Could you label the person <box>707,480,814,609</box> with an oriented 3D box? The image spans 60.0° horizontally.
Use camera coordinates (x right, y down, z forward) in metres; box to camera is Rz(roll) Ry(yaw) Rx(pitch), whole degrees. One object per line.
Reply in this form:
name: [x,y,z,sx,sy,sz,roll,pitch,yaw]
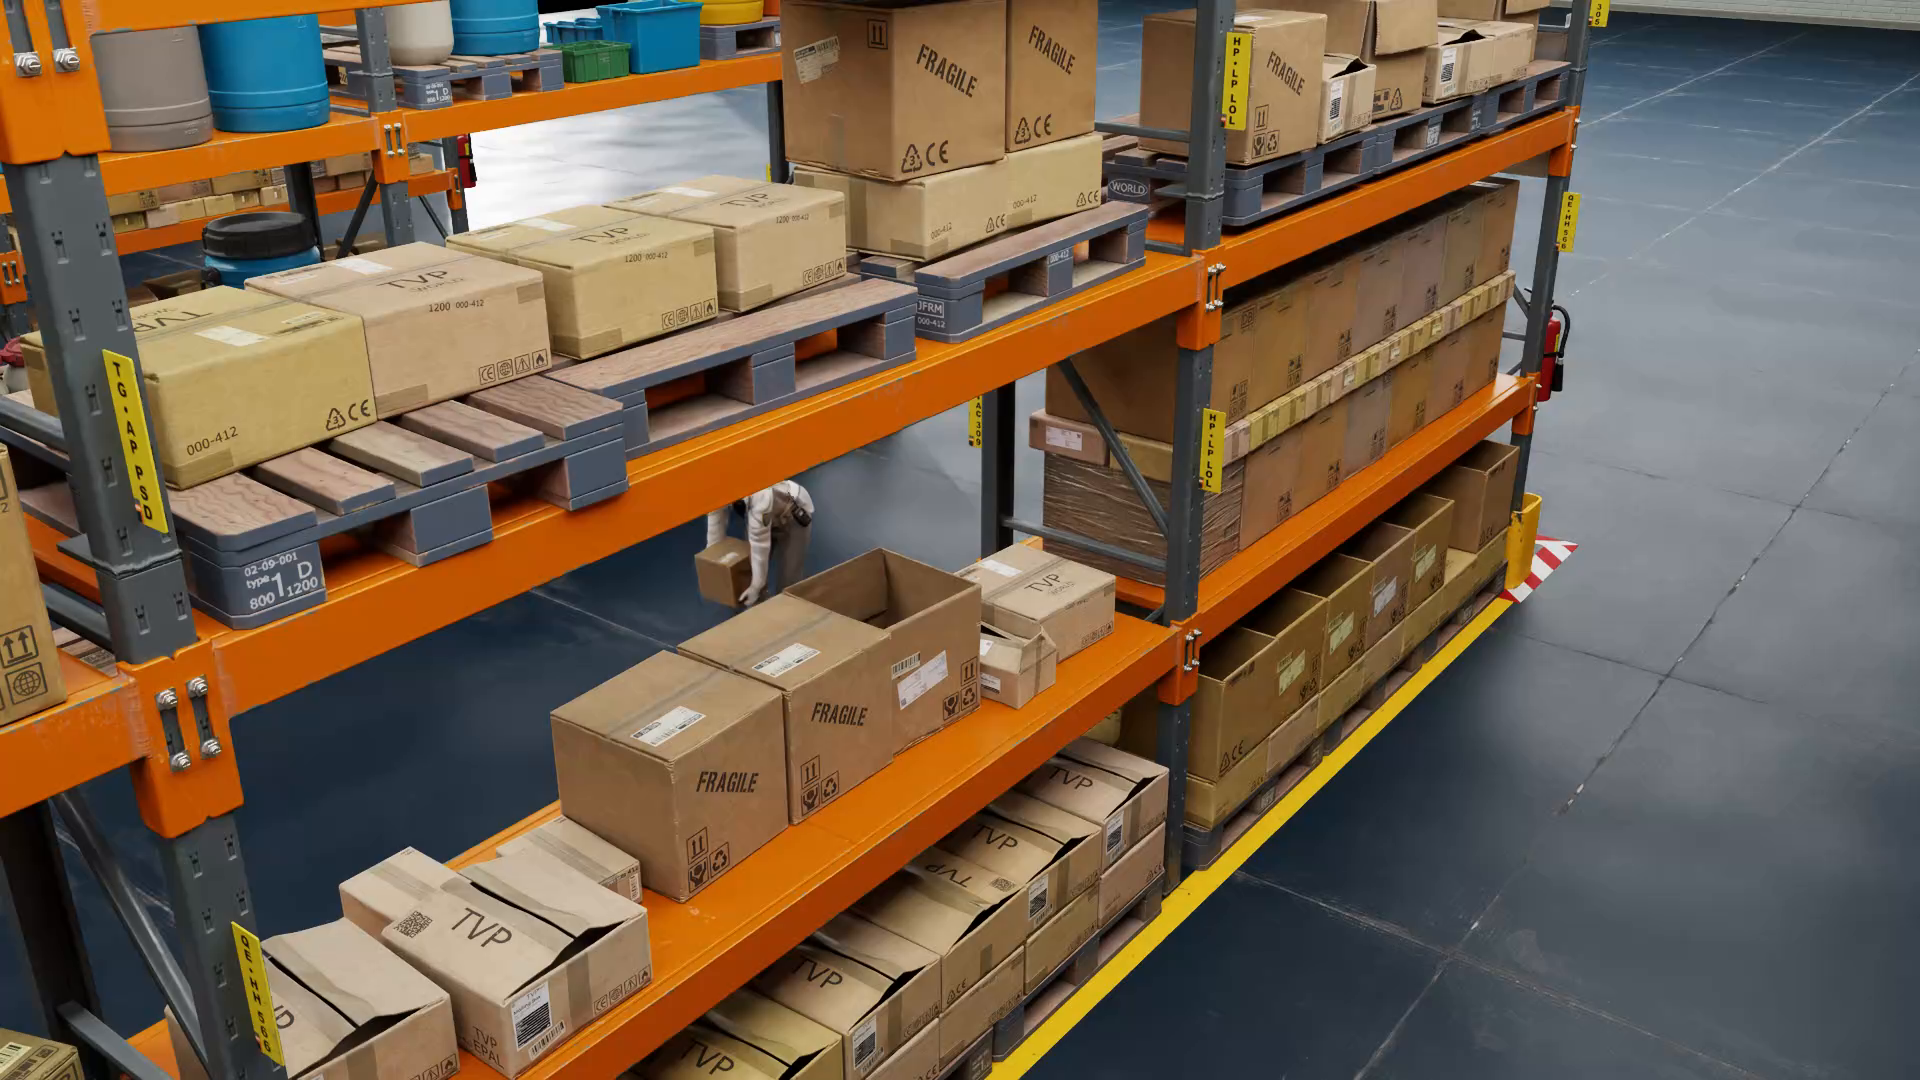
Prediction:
person: [-1.098,0.092,8.695,0.407,1.427,0.814,16,28,32]
